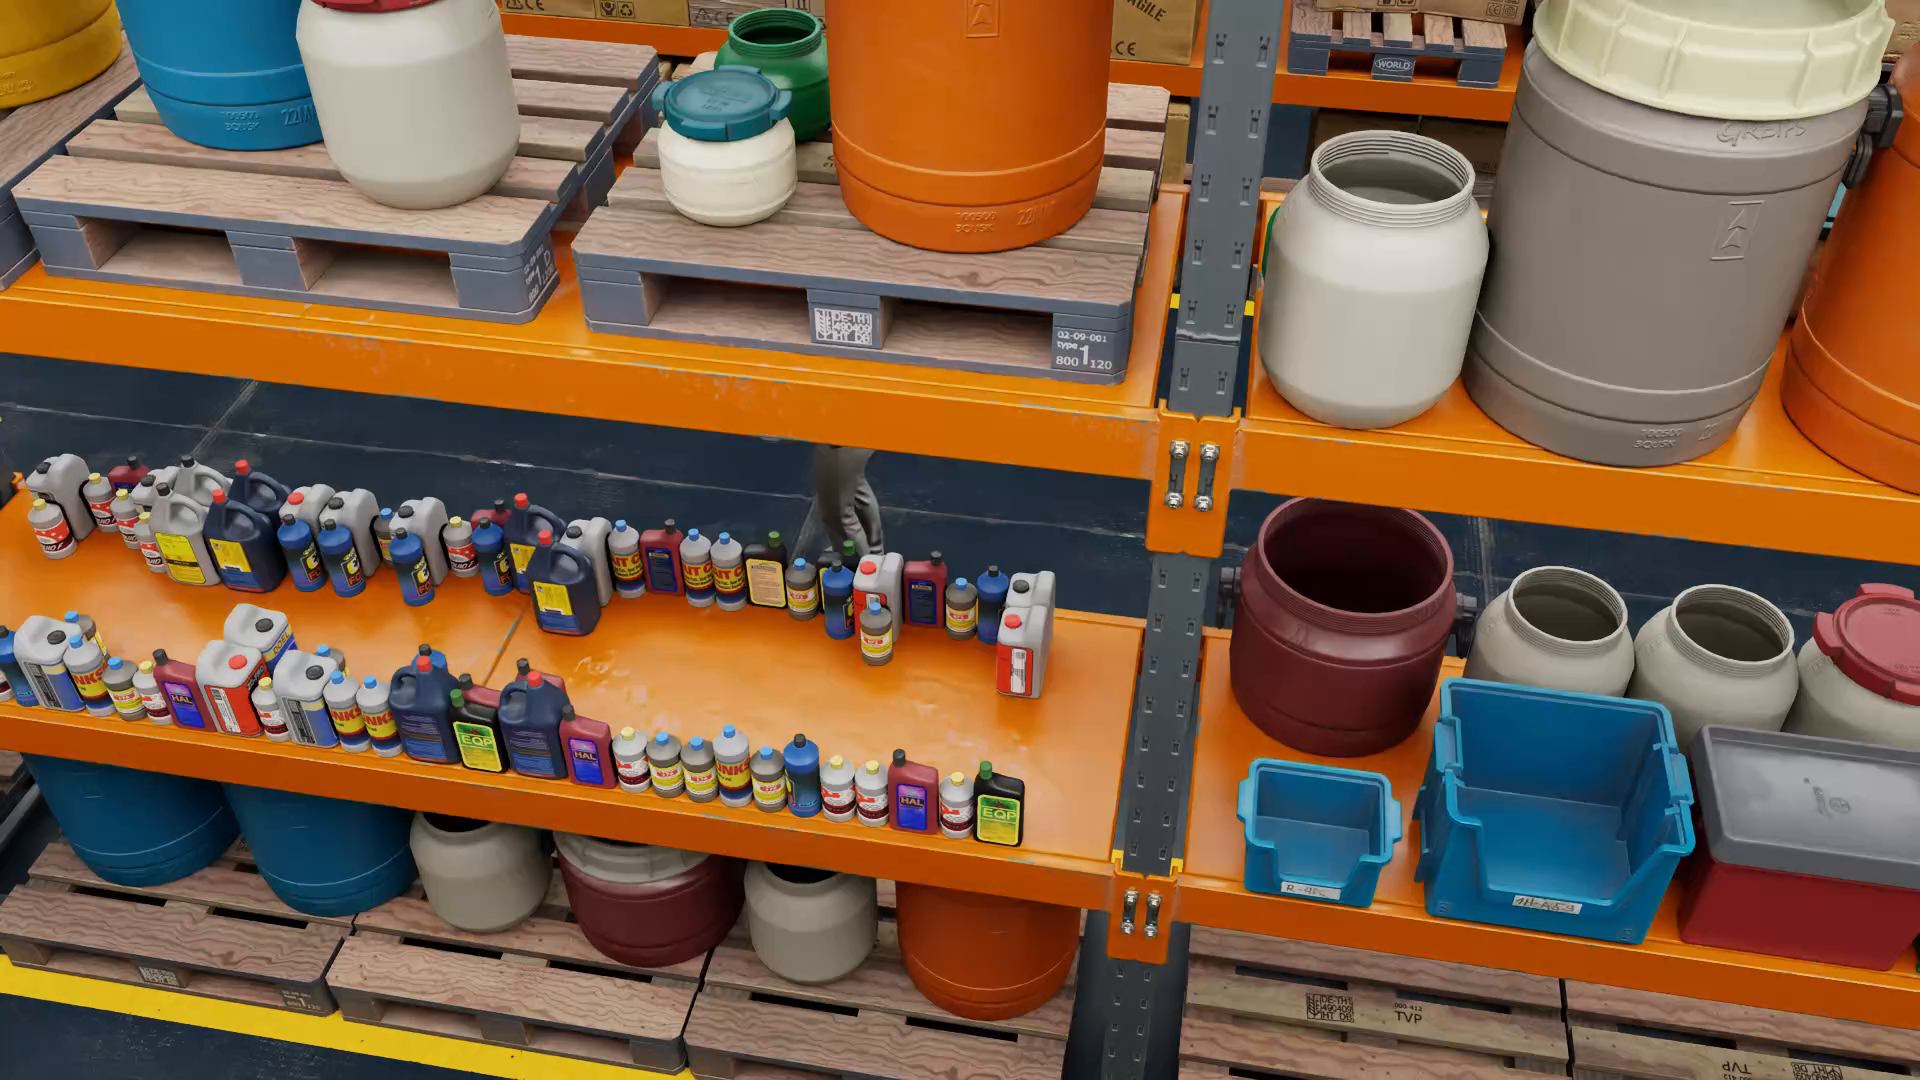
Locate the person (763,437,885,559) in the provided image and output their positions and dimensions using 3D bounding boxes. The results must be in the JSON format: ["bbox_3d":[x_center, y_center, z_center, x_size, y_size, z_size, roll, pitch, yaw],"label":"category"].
[{"bbox_3d":[-0.555,-0.467,6.685,0.515,1.691,0.434,6,41,7],"label":"person"}]
